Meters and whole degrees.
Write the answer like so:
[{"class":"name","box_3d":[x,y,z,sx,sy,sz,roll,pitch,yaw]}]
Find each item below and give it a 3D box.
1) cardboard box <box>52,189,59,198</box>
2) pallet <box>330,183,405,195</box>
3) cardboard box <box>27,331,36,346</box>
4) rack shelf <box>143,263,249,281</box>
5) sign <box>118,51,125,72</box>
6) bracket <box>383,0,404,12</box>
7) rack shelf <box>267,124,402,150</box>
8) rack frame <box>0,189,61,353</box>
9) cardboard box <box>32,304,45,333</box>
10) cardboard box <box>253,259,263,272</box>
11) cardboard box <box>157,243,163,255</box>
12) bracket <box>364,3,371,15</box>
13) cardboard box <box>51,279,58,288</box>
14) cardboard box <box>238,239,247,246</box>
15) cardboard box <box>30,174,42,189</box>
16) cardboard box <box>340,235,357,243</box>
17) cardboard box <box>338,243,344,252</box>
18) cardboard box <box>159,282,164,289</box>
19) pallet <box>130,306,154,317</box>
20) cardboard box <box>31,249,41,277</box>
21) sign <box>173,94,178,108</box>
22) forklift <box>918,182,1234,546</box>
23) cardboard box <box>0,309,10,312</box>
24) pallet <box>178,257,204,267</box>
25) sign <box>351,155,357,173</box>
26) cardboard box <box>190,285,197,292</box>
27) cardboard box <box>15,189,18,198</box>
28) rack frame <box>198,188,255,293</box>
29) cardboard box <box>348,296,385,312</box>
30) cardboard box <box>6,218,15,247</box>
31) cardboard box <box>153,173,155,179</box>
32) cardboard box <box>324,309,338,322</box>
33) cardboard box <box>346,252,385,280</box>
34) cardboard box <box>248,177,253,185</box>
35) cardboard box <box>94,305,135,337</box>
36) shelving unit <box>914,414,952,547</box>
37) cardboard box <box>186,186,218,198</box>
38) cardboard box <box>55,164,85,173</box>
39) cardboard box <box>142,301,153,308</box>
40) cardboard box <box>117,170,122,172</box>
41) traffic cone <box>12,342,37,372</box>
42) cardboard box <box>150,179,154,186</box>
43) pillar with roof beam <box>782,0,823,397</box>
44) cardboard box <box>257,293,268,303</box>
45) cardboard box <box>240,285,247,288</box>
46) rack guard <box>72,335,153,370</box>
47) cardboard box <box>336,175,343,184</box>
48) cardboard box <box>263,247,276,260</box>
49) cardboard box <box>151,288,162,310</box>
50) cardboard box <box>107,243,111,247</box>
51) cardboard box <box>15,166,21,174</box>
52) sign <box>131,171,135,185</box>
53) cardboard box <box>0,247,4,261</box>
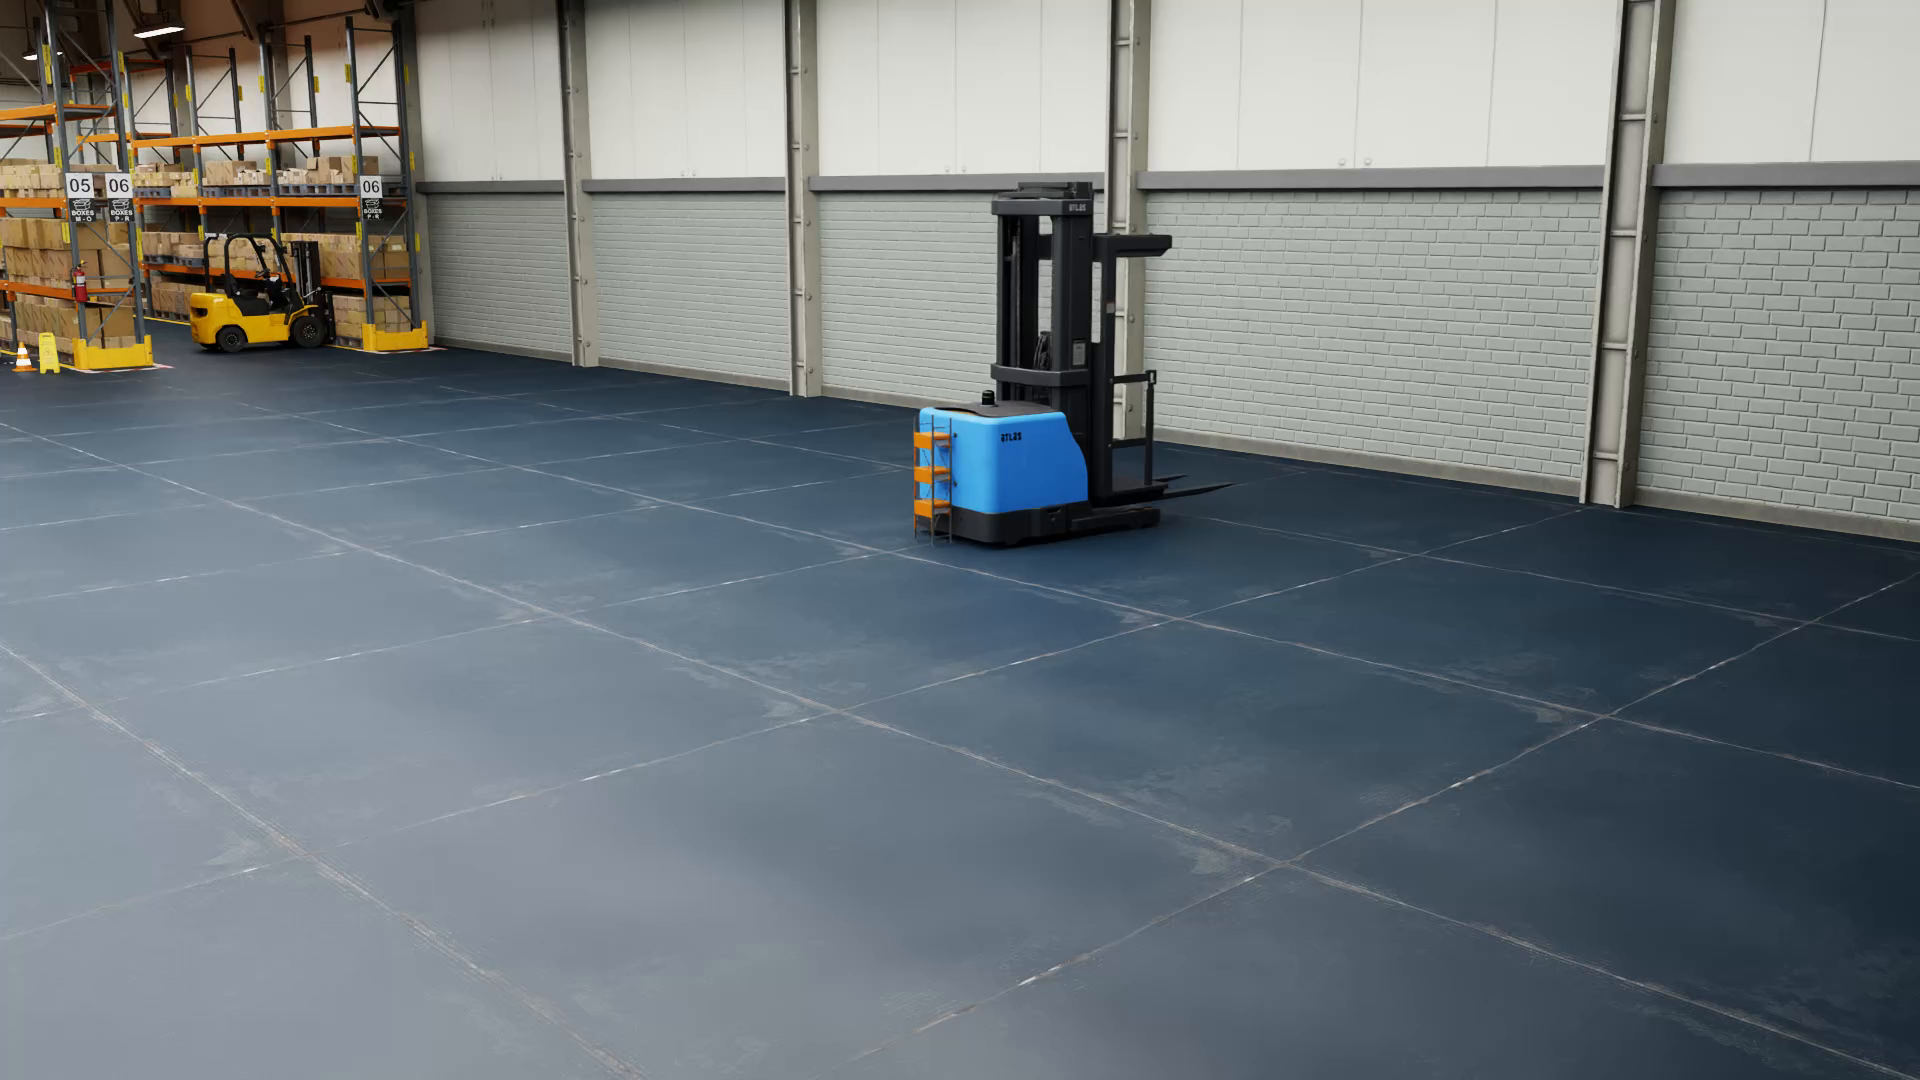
[{"class":"cardboard box","box_3d":[-14.914,-5.788,27.762,0.380,0.149,0.250,-11,16,-42]},{"class":"pallet","box_3d":[-11.152,-6.622,31.406,1.003,0.211,1.213,-11,16,-43]},{"class":"cardboard box","box_3d":[-16.444,-3.640,29.919,0.500,0.250,0.500,-10,15,-39]},{"class":"rack shelf","box_3d":[-17.589,-6.197,38.338,1.077,0.370,4.000,-11,16,-43]},{"class":"sign","box_3d":[-13.878,-7.907,27.481,0.100,0.325,0.005,-11,16,-43]},{"class":"bracket","box_3d":[-10.482,-9.908,30.782,0.235,0.232,0.430,-11,16,-43]},{"class":"rack shelf","box_3d":[-12.064,-7.772,32.106,1.077,0.370,4.000,-11,16,-43]},{"class":"rack frame","box_3d":[-17.033,-4.981,30.655,1.000,3.000,0.127,-11,16,-43]},{"class":"cardboard box","box_3d":[-16.085,-3.931,29.474,0.500,0.500,0.500,-10,15,-40]},{"class":"cardboard box","box_3d":[-14.334,-5.710,34.563,0.500,0.250,0.500,-11,16,-43]},{"class":"cardboard box","box_3d":[-18.288,-6.725,38.410,0.396,0.266,0.258,-10,15,-40]},{"class":"bracket","box_3d":[-11.055,-10.029,31.370,0.235,0.232,0.430,-11,16,-43]},{"class":"cardboard box","box_3d":[-15.300,-4.394,28.430,0.380,0.149,0.250,-11,16,-42]},{"class":"cardboard box","box_3d":[-14.985,-6.269,35.052,0.250,0.149,0.380,11,16,44]},{"class":"cardboard box","box_3d":[-15.527,-6.124,28.406,0.500,0.250,0.500,-10,16,-41]},{"class":"cardboard box","box_3d":[-11.594,-5.738,31.735,0.380,0.149,0.250,-11,16,-42]},{"class":"cardboard box","box_3d":[-11.621,-5.585,31.732,0.380,0.149,0.250,-11,16,-43]},{"class":"cardboard box","box_3d":[-18.667,-6.021,39.249,0.250,0.149,0.380,11,16,44]},{"class":"pallet","box_3d":[-19.443,-5.575,40.451,1.003,0.211,1.213,-11,16,-43]},{"class":"cardboard box","box_3d":[-15.866,-4.857,29.066,0.500,0.500,0.500,-11,16,-42]},{"class":"sign","box_3d":[-18.572,-10.392,39.346,0.100,0.325,0.005,-11,16,-43]},{"class":"forklift","box_3d":[1.123,-1.603,14.429,3.031,2.935,1.130,-9,15,-37]},{"class":"cardboard box","box_3d":[-19.412,-4.400,33.304,0.625,0.372,0.950,10,16,41]},{"class":"pallet","box_3d":[-16.726,-6.252,37.301,1.213,0.211,1.003,-11,16,-43]},{"class":"sign","box_3d":[-11.085,-6.880,30.440,0.100,0.325,0.005,-11,16,-43]},{"class":"cardboard box","box_3d":[-17.242,-5.718,37.778,0.380,0.149,0.250,-10,15,-41]},{"class":"cardboard box","box_3d":[-16.603,-6.181,29.667,0.380,0.149,0.250,-11,16,-43]},{"class":"rack frame","box_3d":[-16.208,-6.257,36.849,1.000,3.000,0.127,-11,16,-43]},{"class":"cardboard box","box_3d":[-11.226,-4.462,31.431,0.500,0.250,0.500,-10,15,-41]},{"class":"cardboard box","box_3d":[-16.549,-5.493,29.679,0.700,0.500,0.500,-11,16,-42]},{"class":"cardboard box","box_3d":[-18.285,-8.348,38.159,0.380,0.149,0.250,-11,16,-42]},{"class":"cardboard box","box_3d":[-11.955,-4.368,32.214,0.500,0.250,0.500,-11,16,-44]},{"class":"cardboard box","box_3d":[-11.213,-5.174,31.342,0.500,0.500,0.500,-11,16,-44]},{"class":"cardboard box","box_3d":[-14.424,-7.392,34.259,0.380,0.149,0.250,-11,16,-43]},{"class":"cardboard box","box_3d":[-14.644,-3.783,28.756,0.500,0.500,0.500,11,16,43]},{"class":"shelving unit","box_3d":[-0.223,-0.493,13.702,0.215,1.050,0.252,-9,15,-37]},{"class":"cardboard box","box_3d":[-16.738,-7.694,36.760,0.500,0.250,0.500,11,16,43]},{"class":"cardboard box","box_3d":[-14.717,-6.142,27.504,0.380,0.149,0.250,-11,16,-42]},{"class":"cardboard box","box_3d":[-19.567,-5.691,40.123,0.250,0.149,0.380,11,16,43]},{"class":"cardboard box","box_3d":[-19.849,-8.740,39.862,0.500,0.250,0.500,-11,16,-43]},{"class":"traffic cone","box_3d":[-15.500,-3.038,27.510,0.336,0.463,0.334,-11,16,-43]},{"class":"cardboard box","box_3d":[-18.344,-8.194,38.150,0.380,0.149,0.250,-11,16,-43]},{"class":"pillar with roof beam","box_3d":[-5.338,-5.904,20.267,9.100,9.000,0.400,-11,16,-43]},{"class":"cardboard box","box_3d":[-14.344,-4.905,35.129,0.875,0.625,0.625,-11,16,-43]},{"class":"cardboard box","box_3d":[-16.342,-5.676,37.573,0.380,0.149,0.250,-10,15,-40]},{"class":"rack guard","box_3d":[-14.323,-3.184,28.128,1.175,0.500,0.348,-11,16,-43]},{"class":"cardboard box","box_3d":[-11.475,-6.769,31.233,0.250,0.149,0.380,11,16,44]},{"class":"cardboard box","box_3d":[-13.969,-5.881,34.155,0.500,0.250,0.500,-11,16,-44]},{"class":"cardboard box","box_3d":[-18.799,-5.720,39.397,0.500,0.500,0.500,-10,15,-40]},{"class":"cardboard box","box_3d":[-20.913,-7.246,41.283,0.500,0.250,0.500,-11,16,-44]},{"class":"cardboard box","box_3d":[-16.305,-6.481,29.150,0.250,0.149,0.380,11,16,43]},{"class":"sign","box_3d":[-19.357,-8.487,38.955,0.100,0.325,0.005,-11,16,-43]},{"class":"cardboard box","box_3d":[-17.518,-5.417,30.745,0.500,0.500,0.500,-11,16,-44]}]
